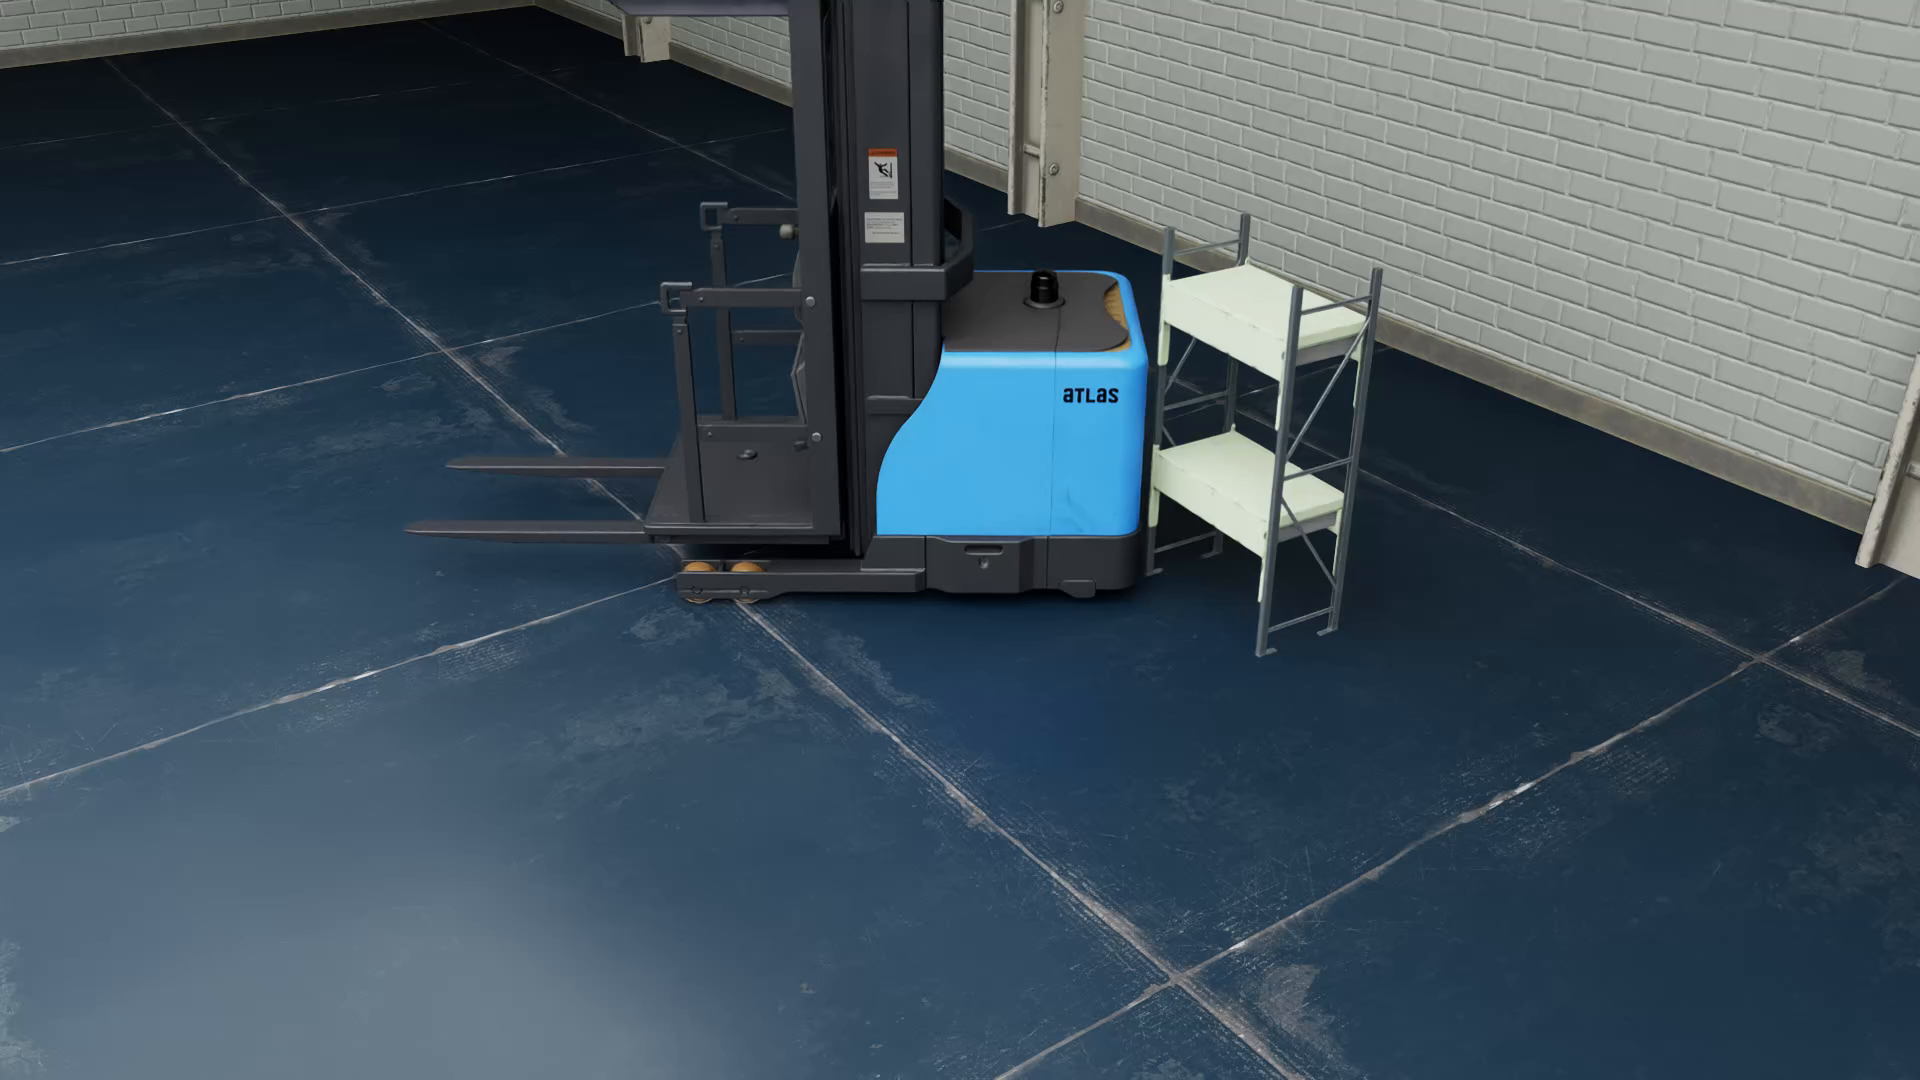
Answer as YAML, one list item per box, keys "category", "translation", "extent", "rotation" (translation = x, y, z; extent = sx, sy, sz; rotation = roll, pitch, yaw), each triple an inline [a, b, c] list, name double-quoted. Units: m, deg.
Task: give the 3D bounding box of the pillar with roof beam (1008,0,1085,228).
- category: "pillar with roof beam"
  translation: [-2.945, -4.964, 6.961]
  extent: [9.100, 9.000, 0.400]
  rotation: [-19, 34, -31]

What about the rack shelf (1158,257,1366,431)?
- category: "rack shelf"
  translation: [1.134, -0.751, 6.244]
  extent: [0.431, 0.370, 0.720]
  rotation: [-16, 32, -26]

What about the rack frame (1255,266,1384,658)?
- category: "rack frame"
  translation: [1.319, -0.258, 6.153]
  extent: [0.400, 1.500, 0.023]
  rotation: [-16, 32, -26]

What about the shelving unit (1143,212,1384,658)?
- category: "shelving unit"
  translation: [1.134, -0.408, 6.430]
  extent: [0.431, 1.500, 0.755]
  rotation: [-16, 32, -26]

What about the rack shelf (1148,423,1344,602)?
- category: "rack shelf"
  translation: [1.134, -0.122, 6.586]
  extent: [0.431, 0.370, 0.720]
  rotation: [-16, 32, -26]

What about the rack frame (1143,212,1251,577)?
- category: "rack frame"
  translation: [0.948, -0.559, 6.707]
  extent: [0.400, 1.500, 0.023]
  rotation: [-16, 32, -26]

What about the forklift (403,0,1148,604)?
- category: "forklift"
  translation: [-0.778, -1.281, 6.538]
  extent: [3.031, 2.935, 1.130]
  rotation: [0, 29, 1]

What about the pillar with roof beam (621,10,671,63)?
- category: "pillar with roof beam"
  translation: [-6.425, -7.296, 11.256]
  extent: [9.100, 9.000, 0.400]
  rotation: [-19, 34, -31]

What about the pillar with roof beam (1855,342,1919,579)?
- category: "pillar with roof beam"
  translation: [0.535, -2.631, 2.666]
  extent: [9.100, 9.000, 0.400]
  rotation: [-19, 34, -31]
